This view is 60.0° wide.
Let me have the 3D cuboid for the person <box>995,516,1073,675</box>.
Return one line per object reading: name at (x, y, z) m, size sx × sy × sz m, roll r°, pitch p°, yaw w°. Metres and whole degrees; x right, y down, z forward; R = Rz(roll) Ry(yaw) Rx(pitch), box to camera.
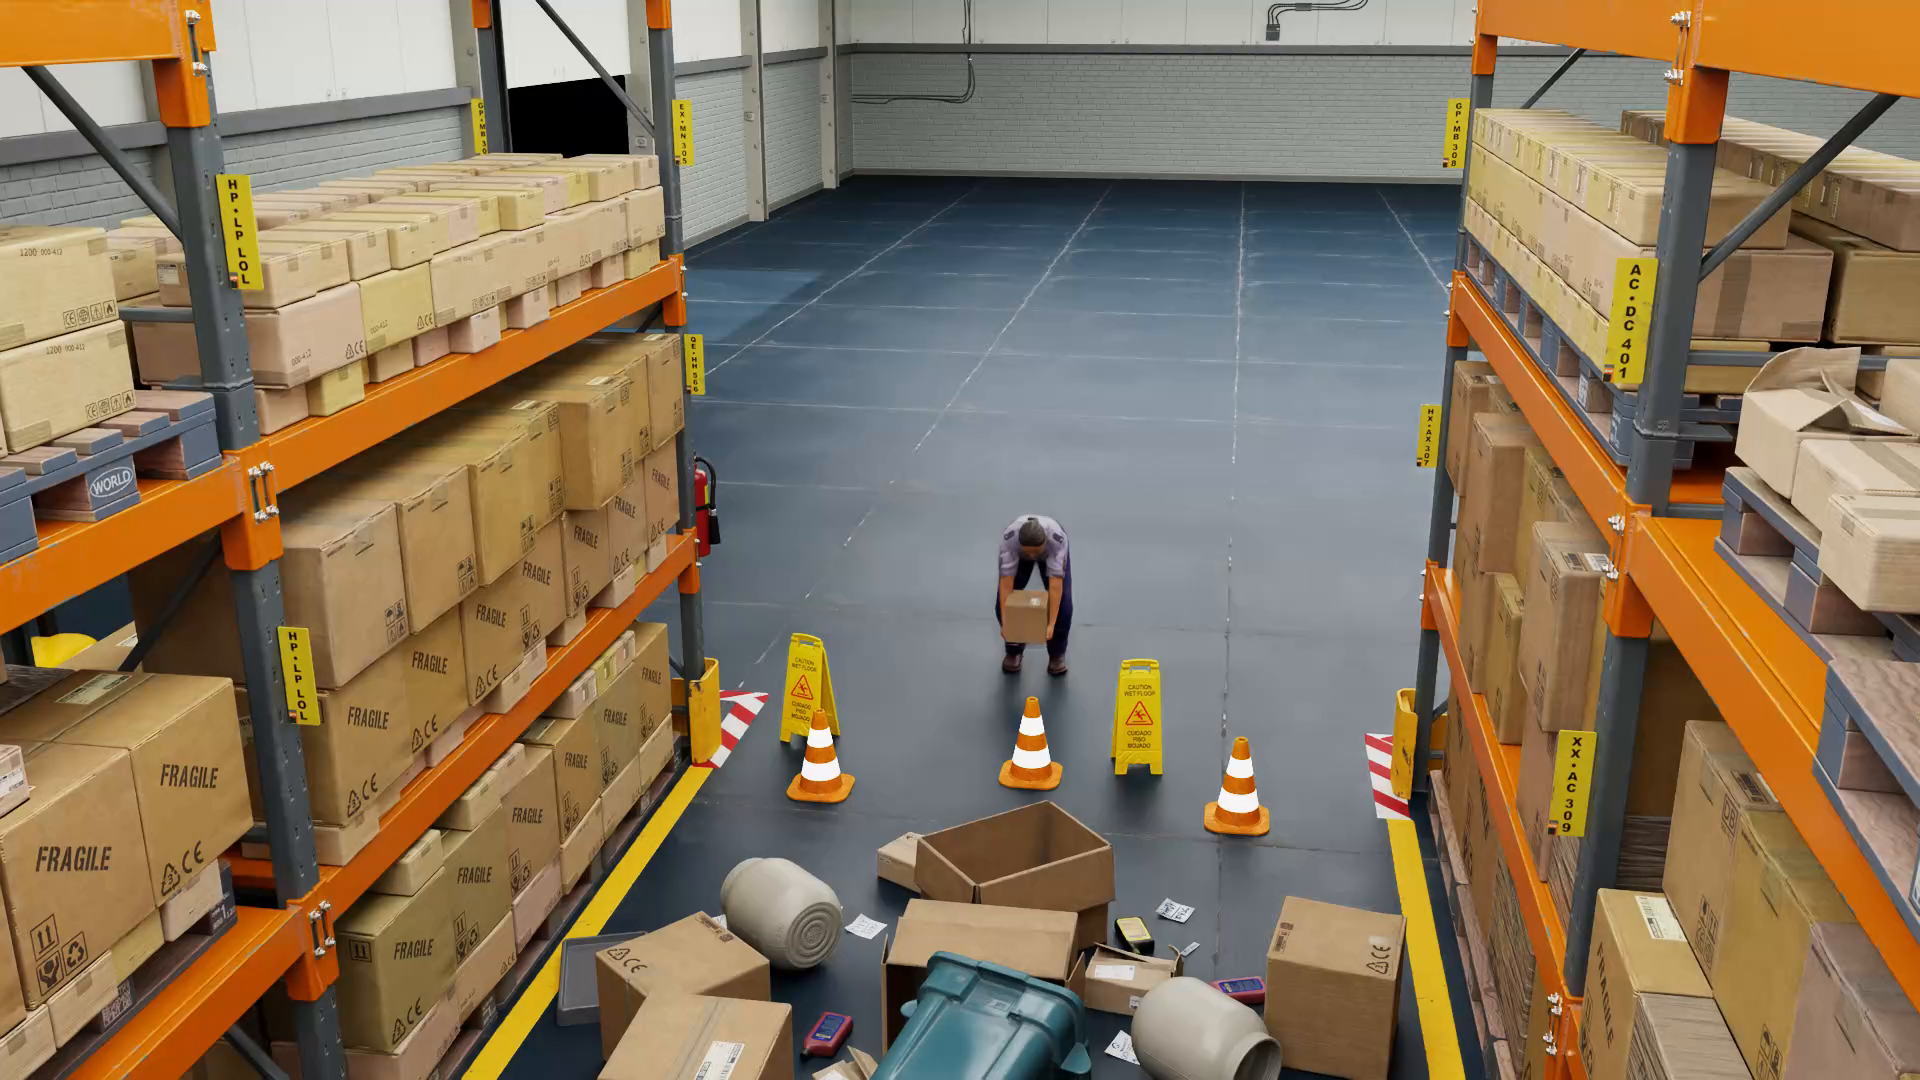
person at (0.460, 0.331, 10.402) m, size 0.493 × 1.133 × 0.874 m, roll 2°, pitch 18°, yaw 6°
